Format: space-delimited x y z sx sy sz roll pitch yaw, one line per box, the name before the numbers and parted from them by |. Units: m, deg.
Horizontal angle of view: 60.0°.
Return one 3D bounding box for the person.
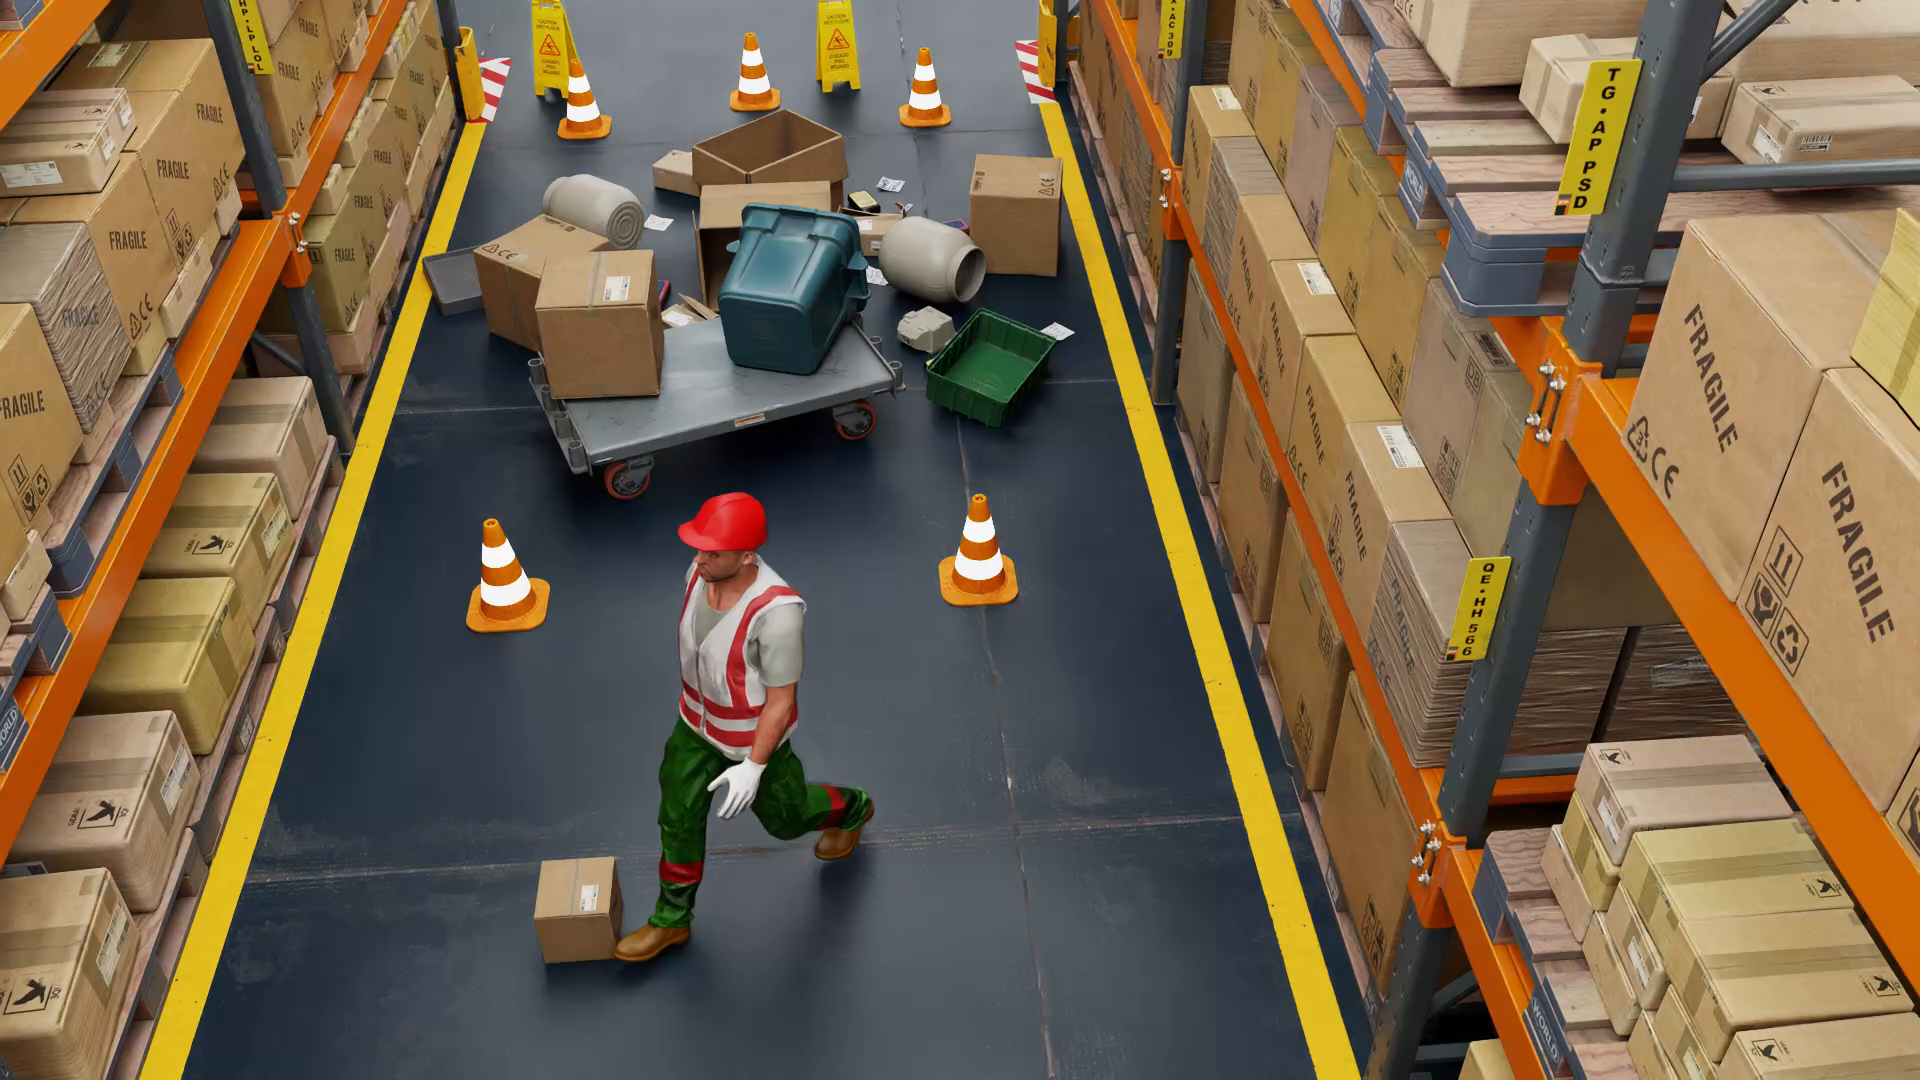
person | -0.741 0.611 5.403 0.536 1.746 1.040 28 46 30
